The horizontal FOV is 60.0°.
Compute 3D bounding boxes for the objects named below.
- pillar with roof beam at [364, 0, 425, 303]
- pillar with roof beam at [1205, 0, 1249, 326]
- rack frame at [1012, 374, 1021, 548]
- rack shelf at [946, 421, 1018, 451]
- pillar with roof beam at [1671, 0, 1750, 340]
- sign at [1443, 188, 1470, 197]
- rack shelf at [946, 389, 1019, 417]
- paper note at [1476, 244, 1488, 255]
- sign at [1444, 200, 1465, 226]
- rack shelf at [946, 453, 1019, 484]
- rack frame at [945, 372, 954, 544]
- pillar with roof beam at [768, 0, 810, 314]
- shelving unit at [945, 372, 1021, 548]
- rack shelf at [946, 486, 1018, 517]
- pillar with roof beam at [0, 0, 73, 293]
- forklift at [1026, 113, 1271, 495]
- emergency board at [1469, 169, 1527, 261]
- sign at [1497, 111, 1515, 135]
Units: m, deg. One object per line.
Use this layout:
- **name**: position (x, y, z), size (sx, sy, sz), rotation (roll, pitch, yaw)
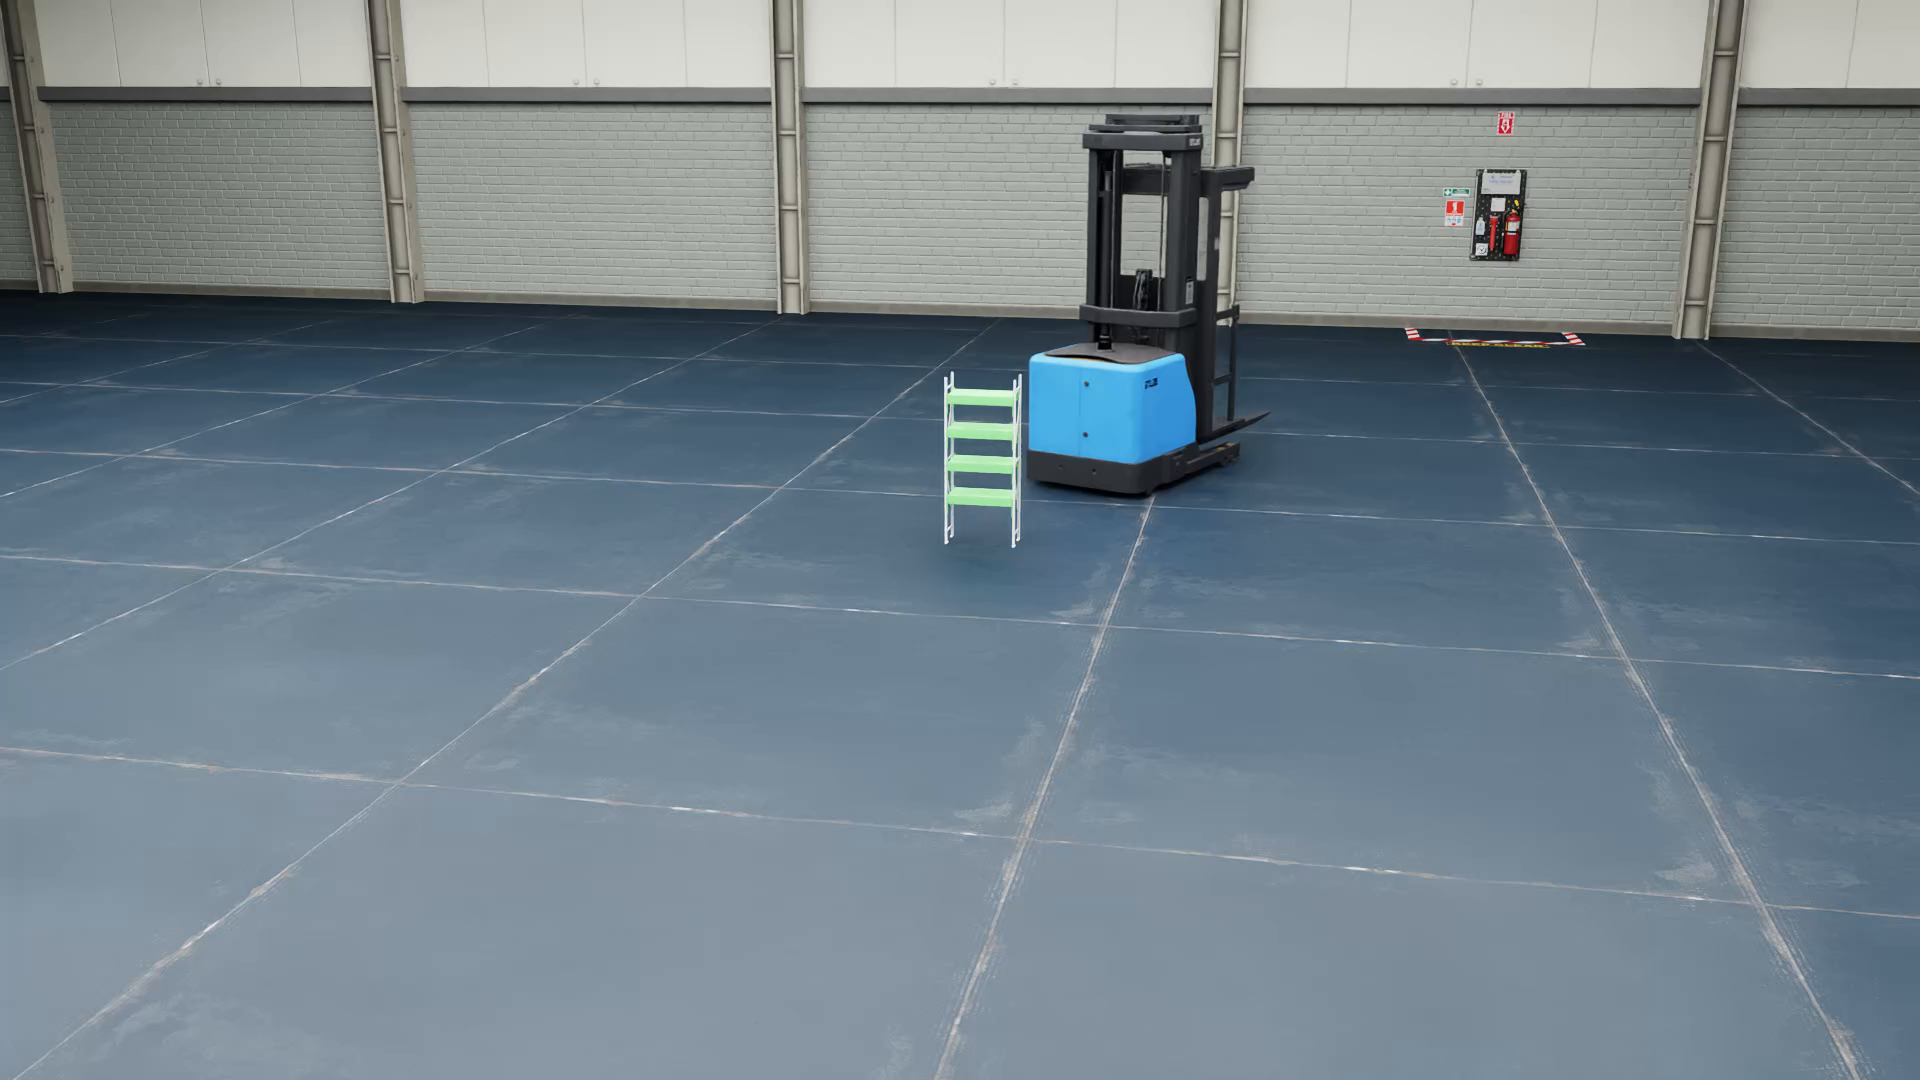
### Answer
- **pillar with roof beam**: position (-9.104, -6.775, 19.594), size (0.400, 9.000, 9.100), rotation (3, 16, 11)
- **pillar with roof beam**: position (2.655, -6.137, 17.290), size (0.400, 9.000, 9.100), rotation (3, 16, 11)
- **rack frame**: position (0.401, -0.556, 11.753), size (0.015, 1.200, 0.240), rotation (3, 16, 11)
- **rack shelf**: position (0.162, -0.739, 11.753), size (0.480, 0.148, 0.258), rotation (3, 16, 11)
- **pillar with roof beam**: position (8.535, -5.818, 16.137), size (0.400, 9.000, 9.100), rotation (3, 16, 11)
- **sign**: position (6.460, -4.521, 21.633), size (0.331, 0.109, 0.001), rotation (3, 16, 11)
- **rack shelf**: position (0.162, -0.970, 11.689), size (0.480, 0.148, 0.258), rotation (3, 16, 11)
- **paper note**: position (6.819, -3.797, 21.731), size (0.142, 0.148, 0.016), rotation (3, 16, 11)
- **sign**: position (6.458, -4.268, 21.713), size (0.234, 0.329, 0.001), rotation (3, 16, 11)
- **rack shelf**: position (0.162, -0.508, 11.817), size (0.480, 0.148, 0.258), rotation (3, 16, 11)
- **rack frame**: position (-0.077, -0.582, 11.847), size (0.015, 1.200, 0.240), rotation (3, 16, 11)
- **pillar with roof beam**: position (-3.224, -6.456, 18.442), size (0.400, 9.000, 9.100), rotation (3, 16, 11)
- **shelving unit**: position (0.162, -0.569, 11.800), size (0.503, 1.200, 0.258), rotation (3, 16, 11)
- **rack shelf**: position (0.162, -0.277, 11.881), size (0.480, 0.148, 0.258), rotation (3, 16, 11)
- **pillar with roof beam**: position (-14.984, -7.094, 20.746), size (0.400, 9.000, 9.100), rotation (3, 16, 11)
- **forklift**: position (1.777, -2.109, 14.114), size (1.130, 2.935, 3.031), rotation (10, 18, 32)
- **emergency board**: position (6.979, -4.194, 21.514), size (0.643, 1.169, 0.194), rotation (3, 16, 11)
- **sign**: position (6.991, -5.338, 21.300), size (0.199, 0.298, 0.001), rotation (3, 16, 11)
